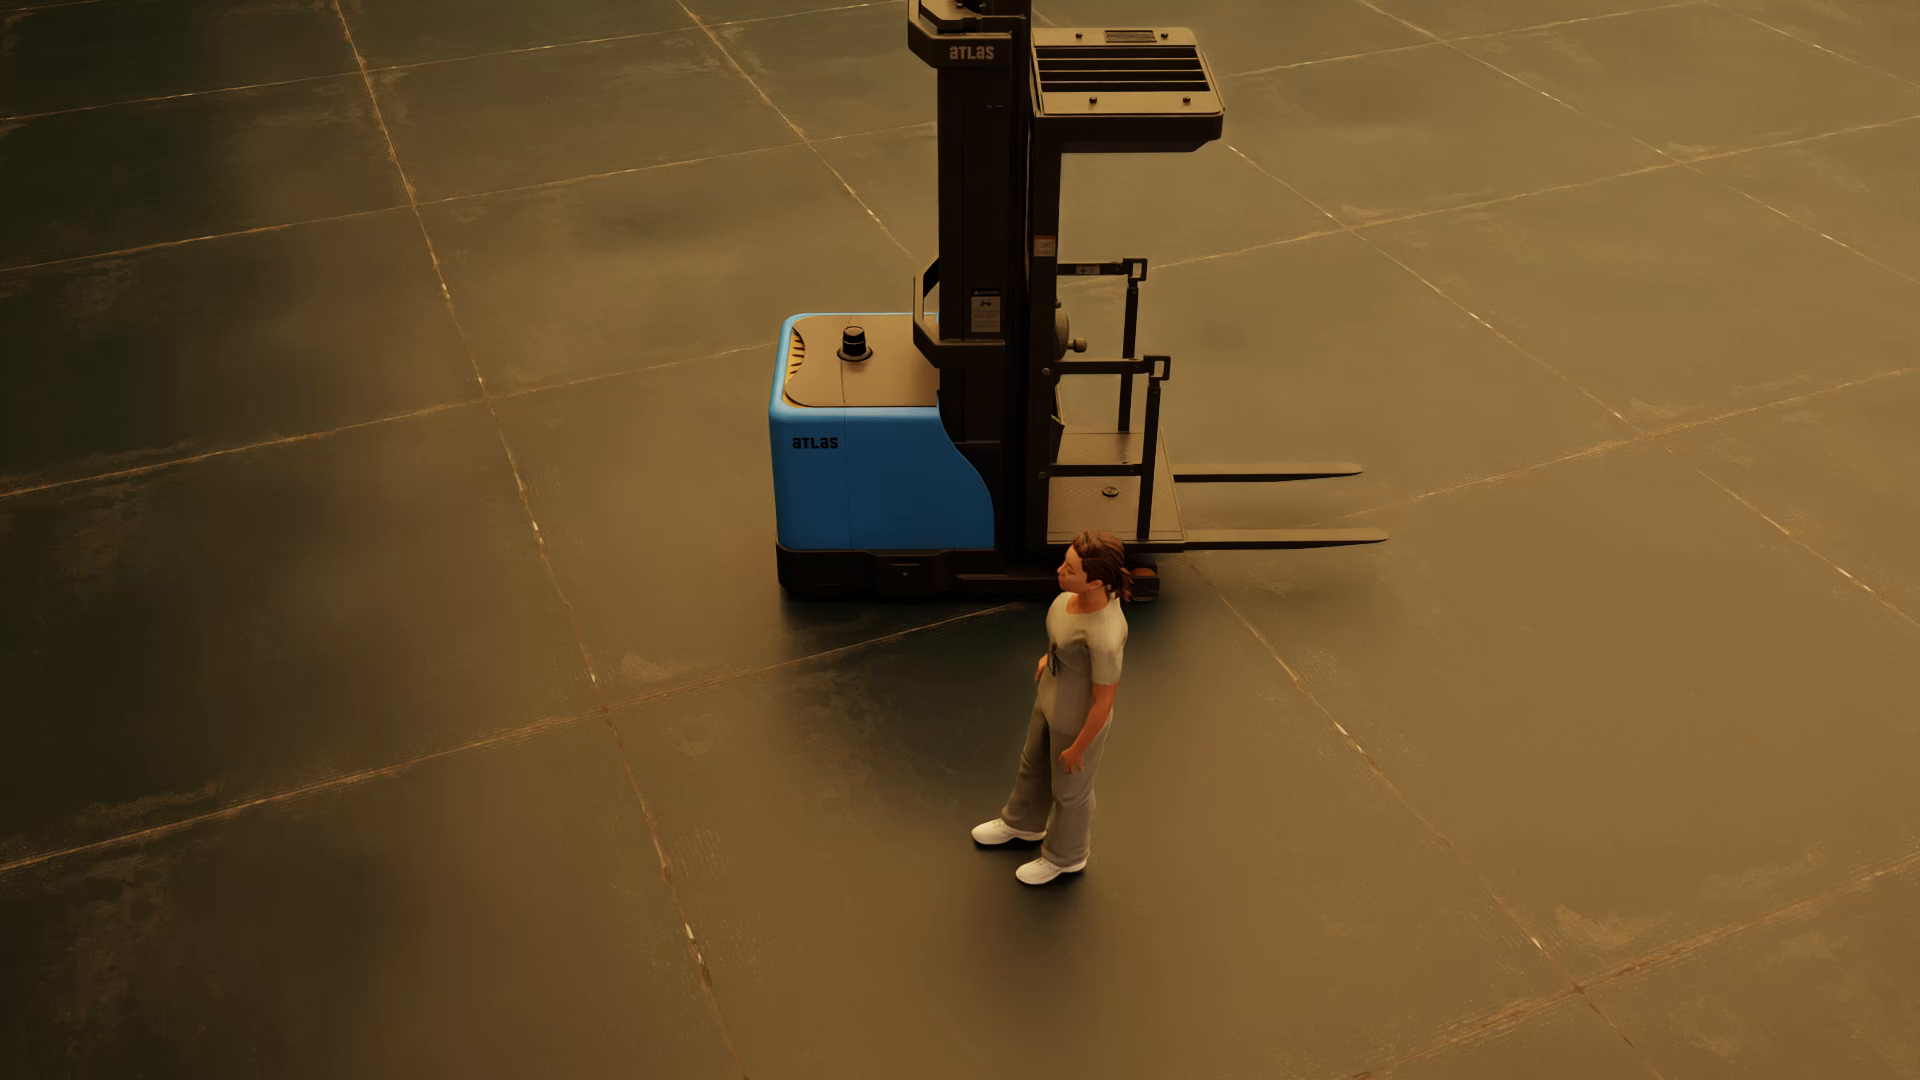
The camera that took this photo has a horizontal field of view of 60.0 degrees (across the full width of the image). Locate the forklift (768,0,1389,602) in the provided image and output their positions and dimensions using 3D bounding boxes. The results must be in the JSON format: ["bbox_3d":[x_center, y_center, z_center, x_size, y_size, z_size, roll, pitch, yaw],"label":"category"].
[{"bbox_3d":[0.610,-1.199,7.785,3.031,2.935,1.130,0,35,-1],"label":"forklift"}]

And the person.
[{"bbox_3d":[0.353,0.648,6.266,0.542,1.678,0.555,-6,36,-9],"label":"person"}]
